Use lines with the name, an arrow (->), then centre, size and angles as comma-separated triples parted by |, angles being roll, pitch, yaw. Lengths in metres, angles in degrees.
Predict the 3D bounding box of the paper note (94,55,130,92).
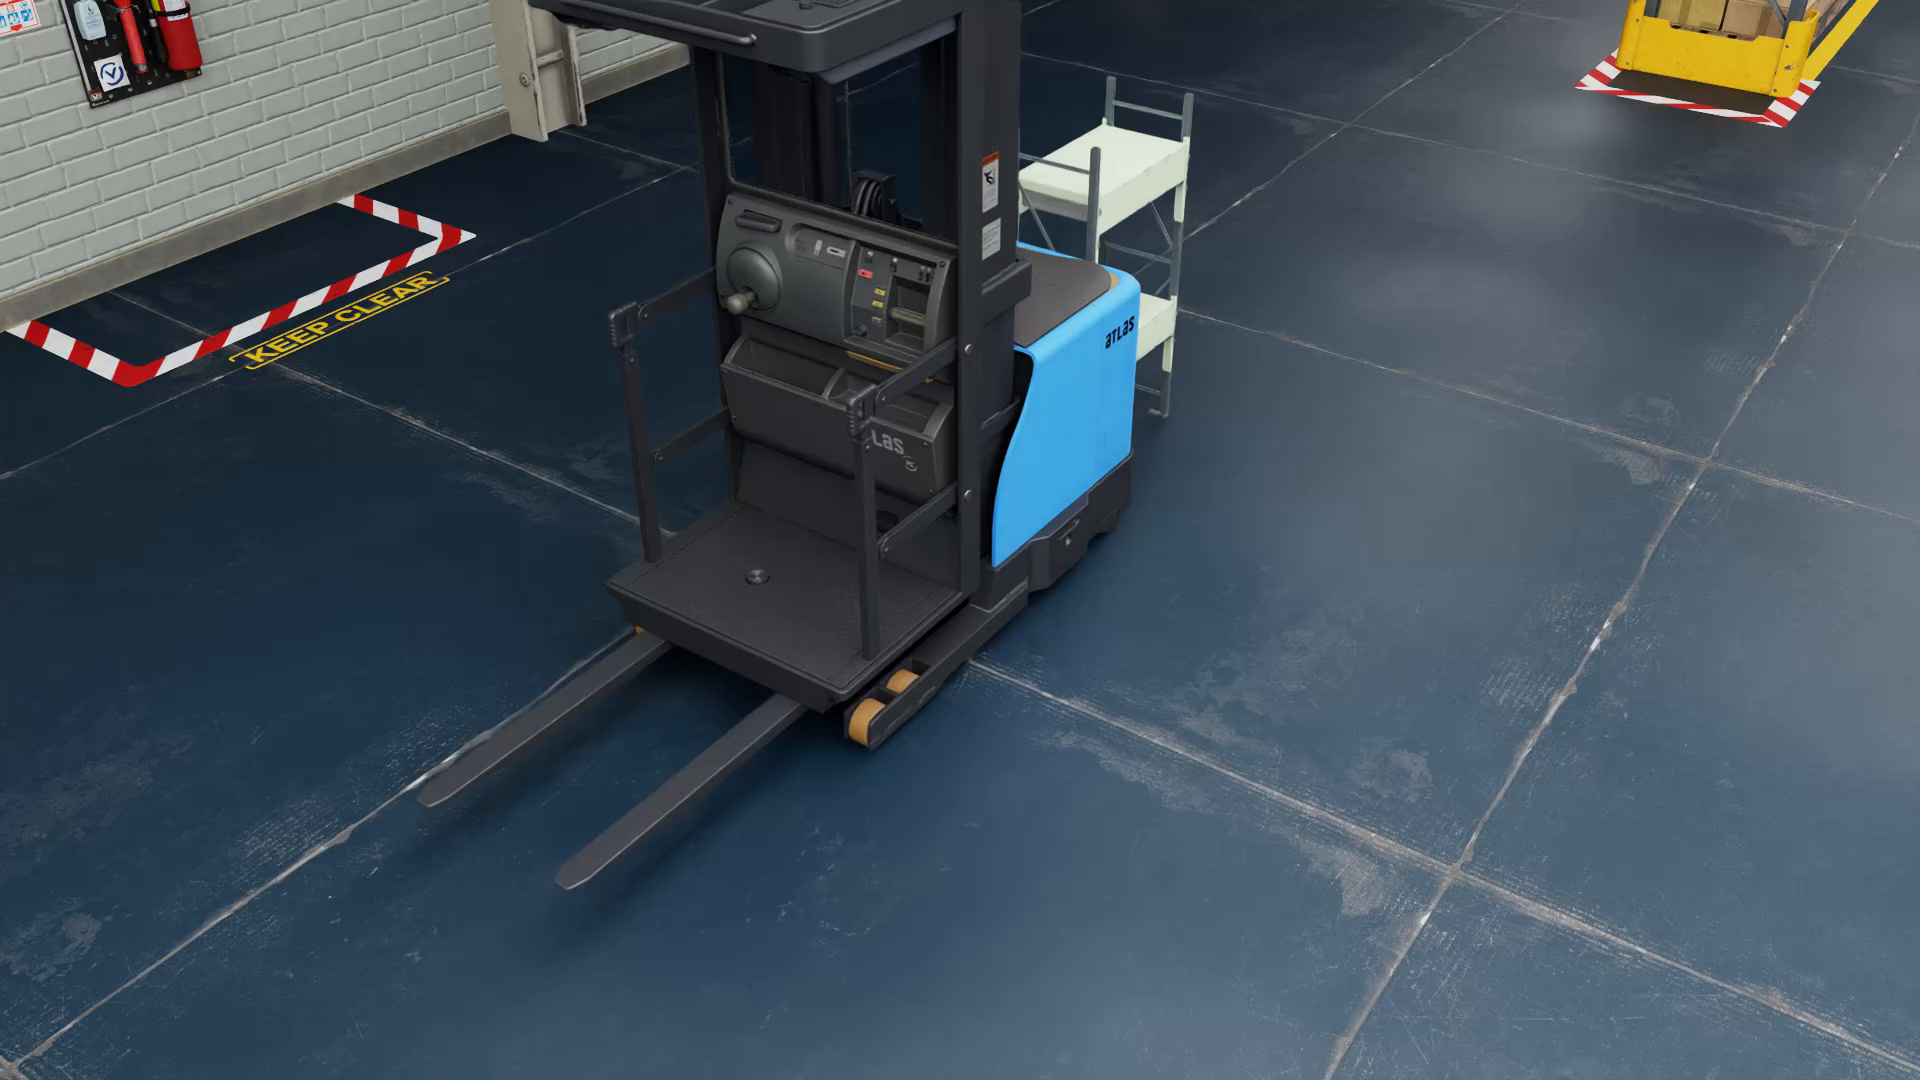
paper note -> -4.236, -2.333, 8.309 | 0.016, 0.148, 0.142 | 21, 39, 28

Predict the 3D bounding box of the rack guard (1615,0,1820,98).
rack guard -> 5.152, -3.418, 11.359 | 1.175, 0.500, 0.348 | 21, 39, 28

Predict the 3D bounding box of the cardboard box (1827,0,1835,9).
cardboard box -> 6.222, -4.137, 12.269 | 0.500, 0.250, 0.500 | 21, 39, 28

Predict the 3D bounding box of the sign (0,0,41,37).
sign -> -4.479, -2.551, 7.813 | 0.001, 0.329, 0.234 | 21, 39, 28

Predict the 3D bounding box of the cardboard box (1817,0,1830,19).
cardboard box -> 5.937, -3.907, 11.929 | 0.500, 0.250, 0.500 | 21, 39, 28

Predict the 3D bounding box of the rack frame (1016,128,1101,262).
rack frame -> 0.361, -0.912, 6.759 | 0.400, 1.500, 0.023 | 21, 40, 28

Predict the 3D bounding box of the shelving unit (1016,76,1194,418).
shelving unit -> 0.571, -1.080, 7.008 | 0.431, 1.500, 0.755 | 21, 40, 28

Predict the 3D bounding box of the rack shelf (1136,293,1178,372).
rack shelf -> 0.571, -0.810, 7.190 | 0.431, 0.370, 0.720 | 21, 40, 28

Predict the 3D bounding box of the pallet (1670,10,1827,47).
pallet -> 5.568, -3.675, 11.996 | 1.003, 0.211, 1.213 | 21, 39, 28

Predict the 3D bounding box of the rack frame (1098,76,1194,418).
rack frame -> 0.780, -1.248, 7.256 | 0.400, 1.500, 0.023 | 21, 40, 28

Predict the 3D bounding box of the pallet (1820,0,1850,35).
pallet -> 6.264, -4.234, 12.823 | 1.003, 0.211, 1.213 | 21, 39, 28

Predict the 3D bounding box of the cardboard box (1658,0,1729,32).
cardboard box -> 5.229, -3.841, 11.832 | 0.500, 0.250, 0.500 | 21, 39, 28

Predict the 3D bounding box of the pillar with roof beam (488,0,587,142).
pillar with roof beam -> 0.898, -4.993, 6.100 | 9.100, 9.000, 0.400 | 21, 39, 28

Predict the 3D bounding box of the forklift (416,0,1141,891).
forklift -> -0.550, -0.811, 5.332 | 1.130, 2.935, 3.031 | 21, 40, 28

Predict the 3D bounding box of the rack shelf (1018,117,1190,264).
rack shelf -> 0.571, -1.403, 6.789 | 0.431, 0.370, 0.720 | 21, 40, 28

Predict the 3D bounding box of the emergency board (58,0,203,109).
emergency board -> -4.079, -2.758, 8.150 | 0.194, 1.169, 0.643 | 21, 39, 28

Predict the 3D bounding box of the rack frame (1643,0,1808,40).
rack frame -> 5.166, -4.465, 10.675 | 1.000, 3.000, 0.127 | 21, 39, 28

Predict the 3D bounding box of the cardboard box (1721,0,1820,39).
cardboard box -> 5.655, -3.676, 11.587 | 0.500, 0.250, 0.500 | 21, 39, 28
